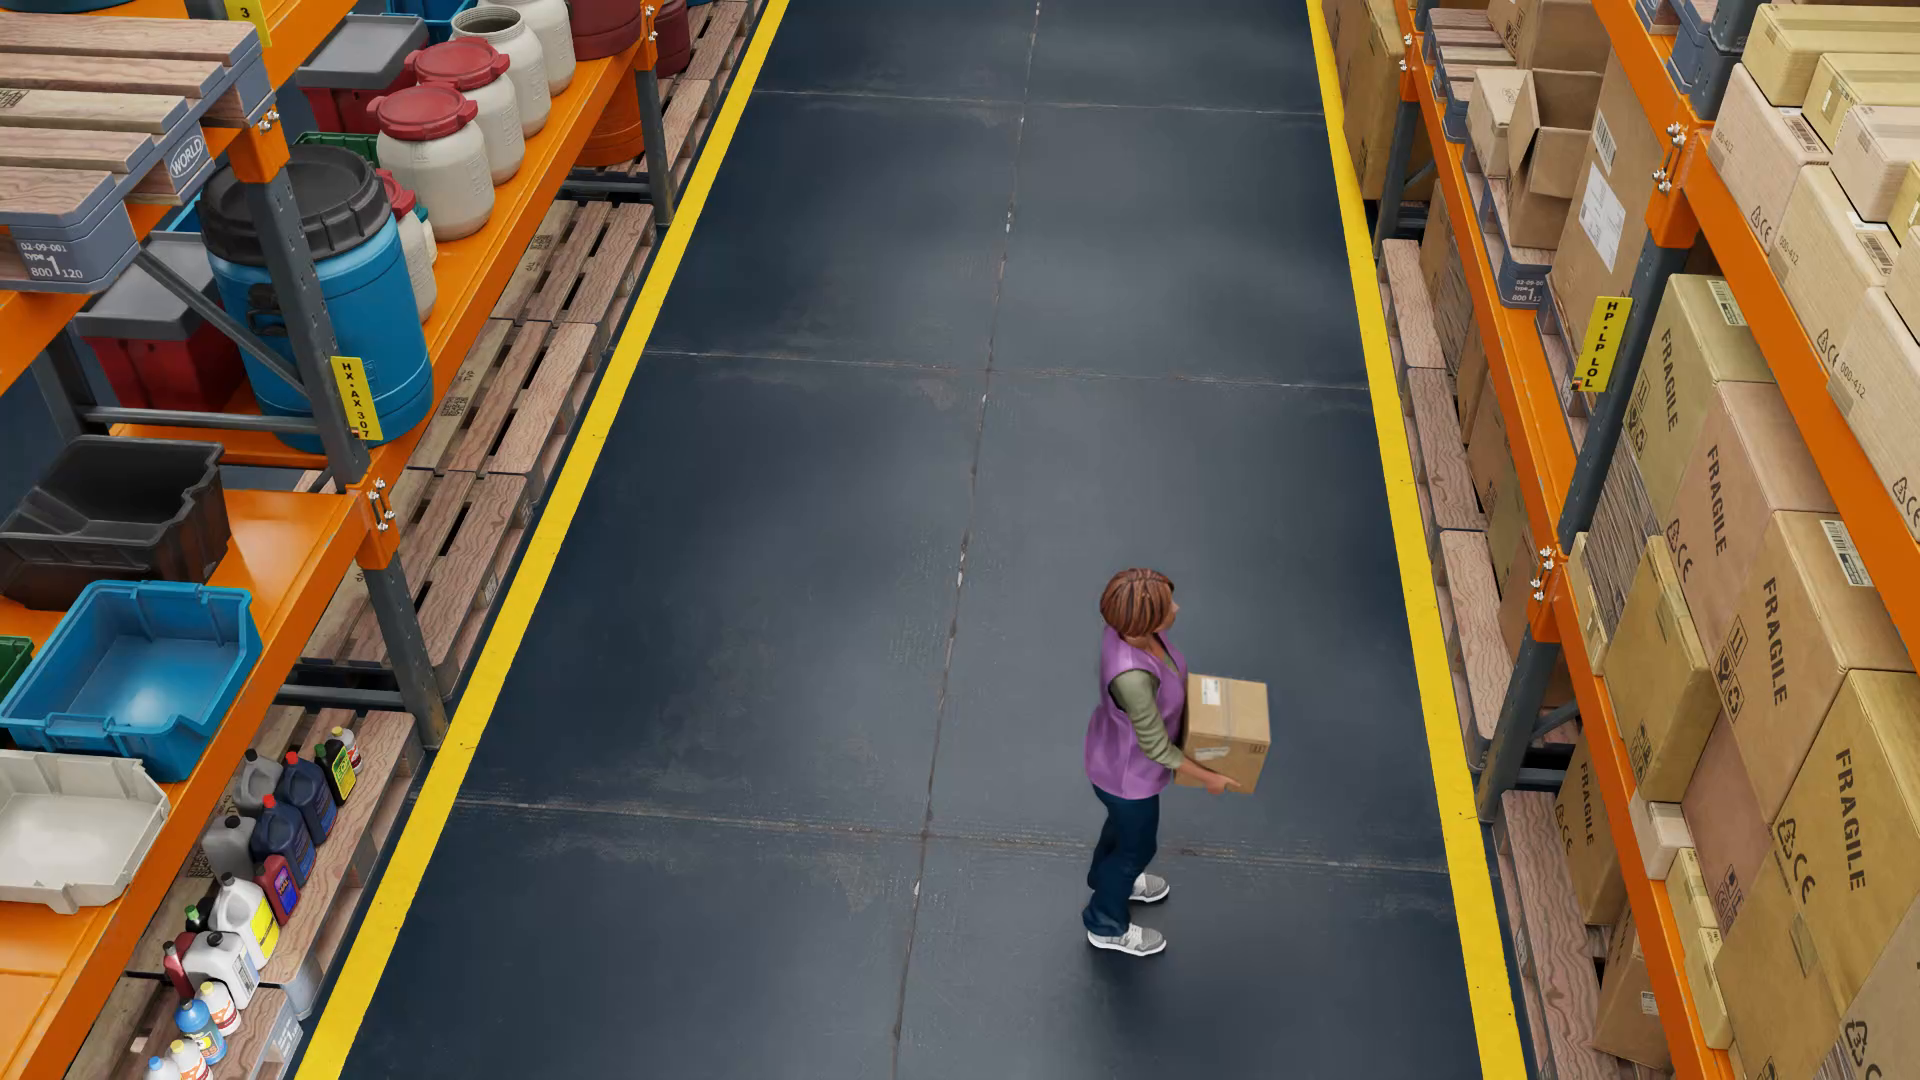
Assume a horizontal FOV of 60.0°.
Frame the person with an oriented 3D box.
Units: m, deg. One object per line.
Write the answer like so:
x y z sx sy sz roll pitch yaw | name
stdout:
0.595 0.709 5.331 0.397 1.603 0.444 3 41 3 | person
